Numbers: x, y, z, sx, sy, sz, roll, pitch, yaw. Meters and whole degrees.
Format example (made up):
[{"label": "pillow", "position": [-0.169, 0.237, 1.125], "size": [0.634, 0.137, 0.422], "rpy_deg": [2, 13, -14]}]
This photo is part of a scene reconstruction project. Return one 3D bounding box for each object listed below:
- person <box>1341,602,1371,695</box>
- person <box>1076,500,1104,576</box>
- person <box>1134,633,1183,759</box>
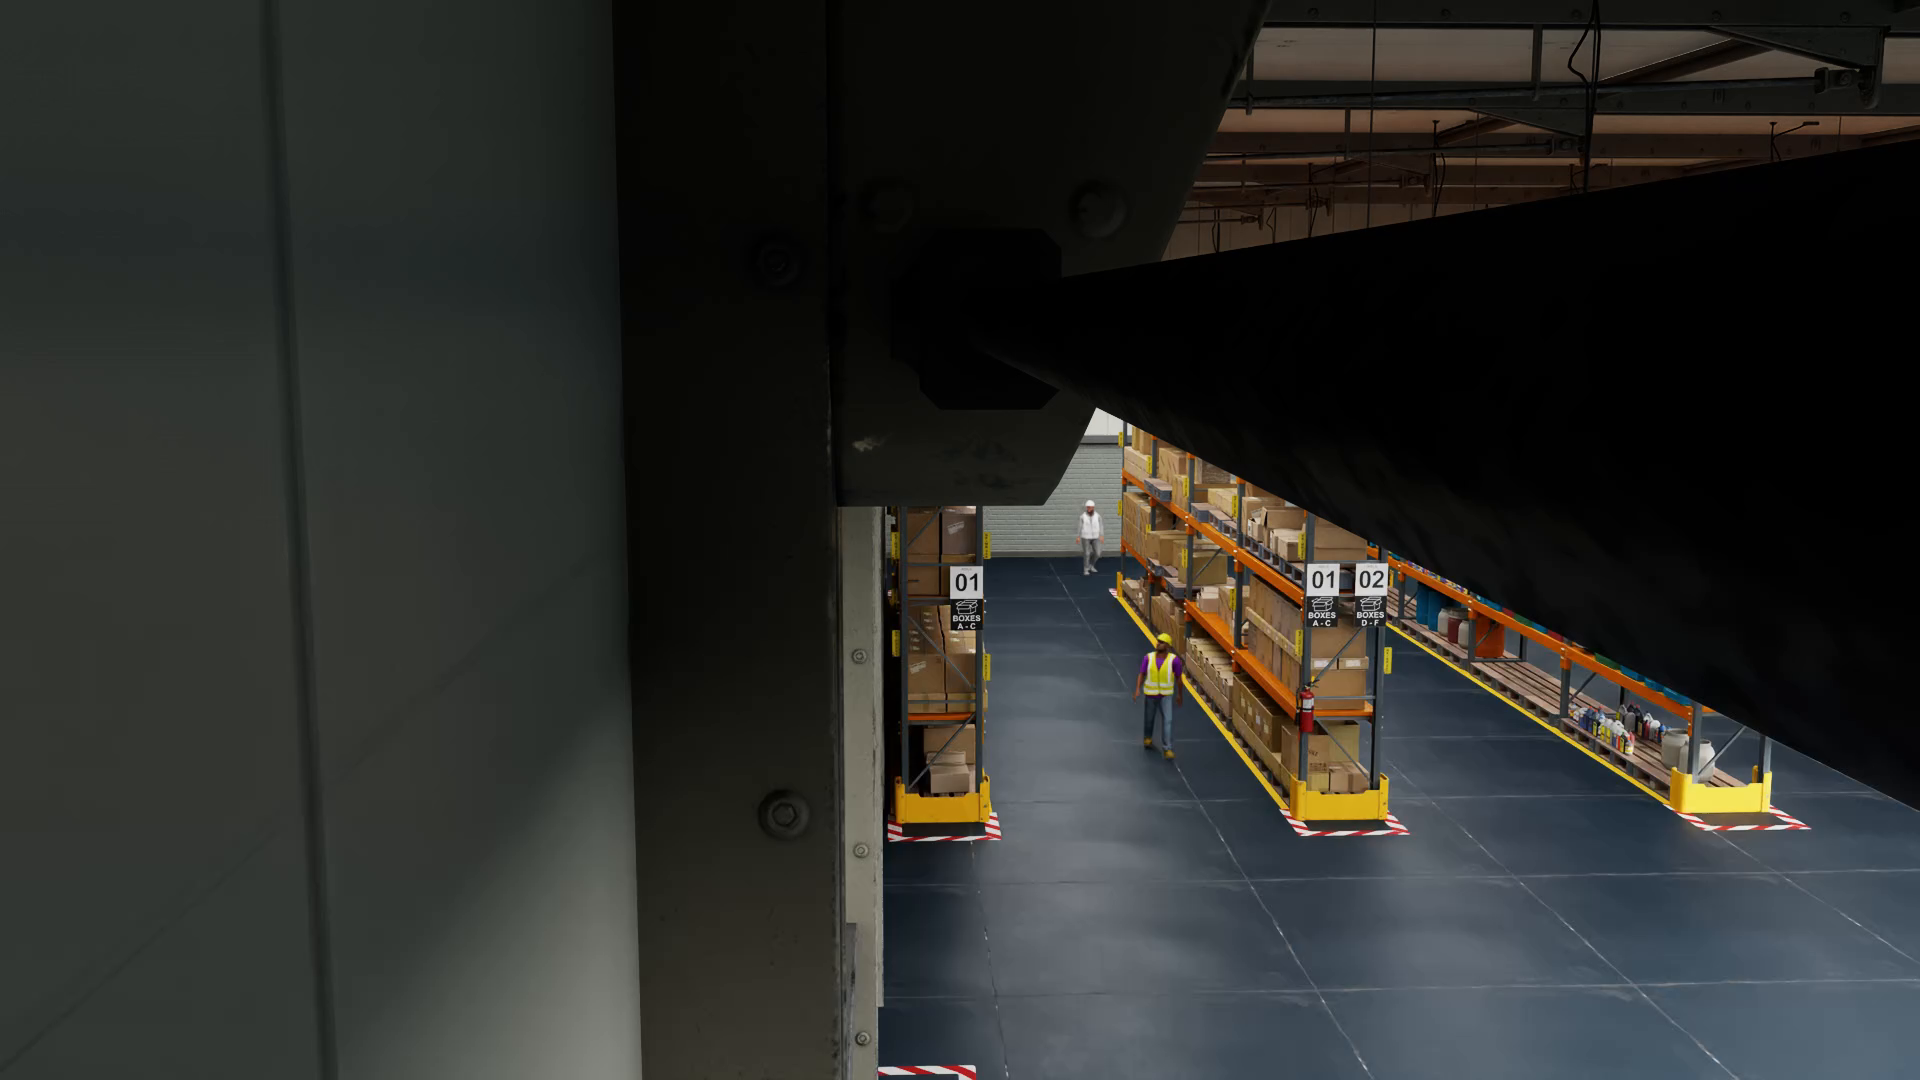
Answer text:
[{"label": "person", "position": [6.392, 1.613, 27.305], "size": [0.684, 1.718, 1.078], "rpy_deg": [-1, 8, -10]}, {"label": "person", "position": [3.074, -0.051, 39.222], "size": [0.591, 1.783, 0.492], "rpy_deg": [-3, 9, -23]}, {"label": "person", "position": [2.803, 2.185, 23.545], "size": [0.725, 1.711, 1.054], "rpy_deg": [0, 8, -3]}]
